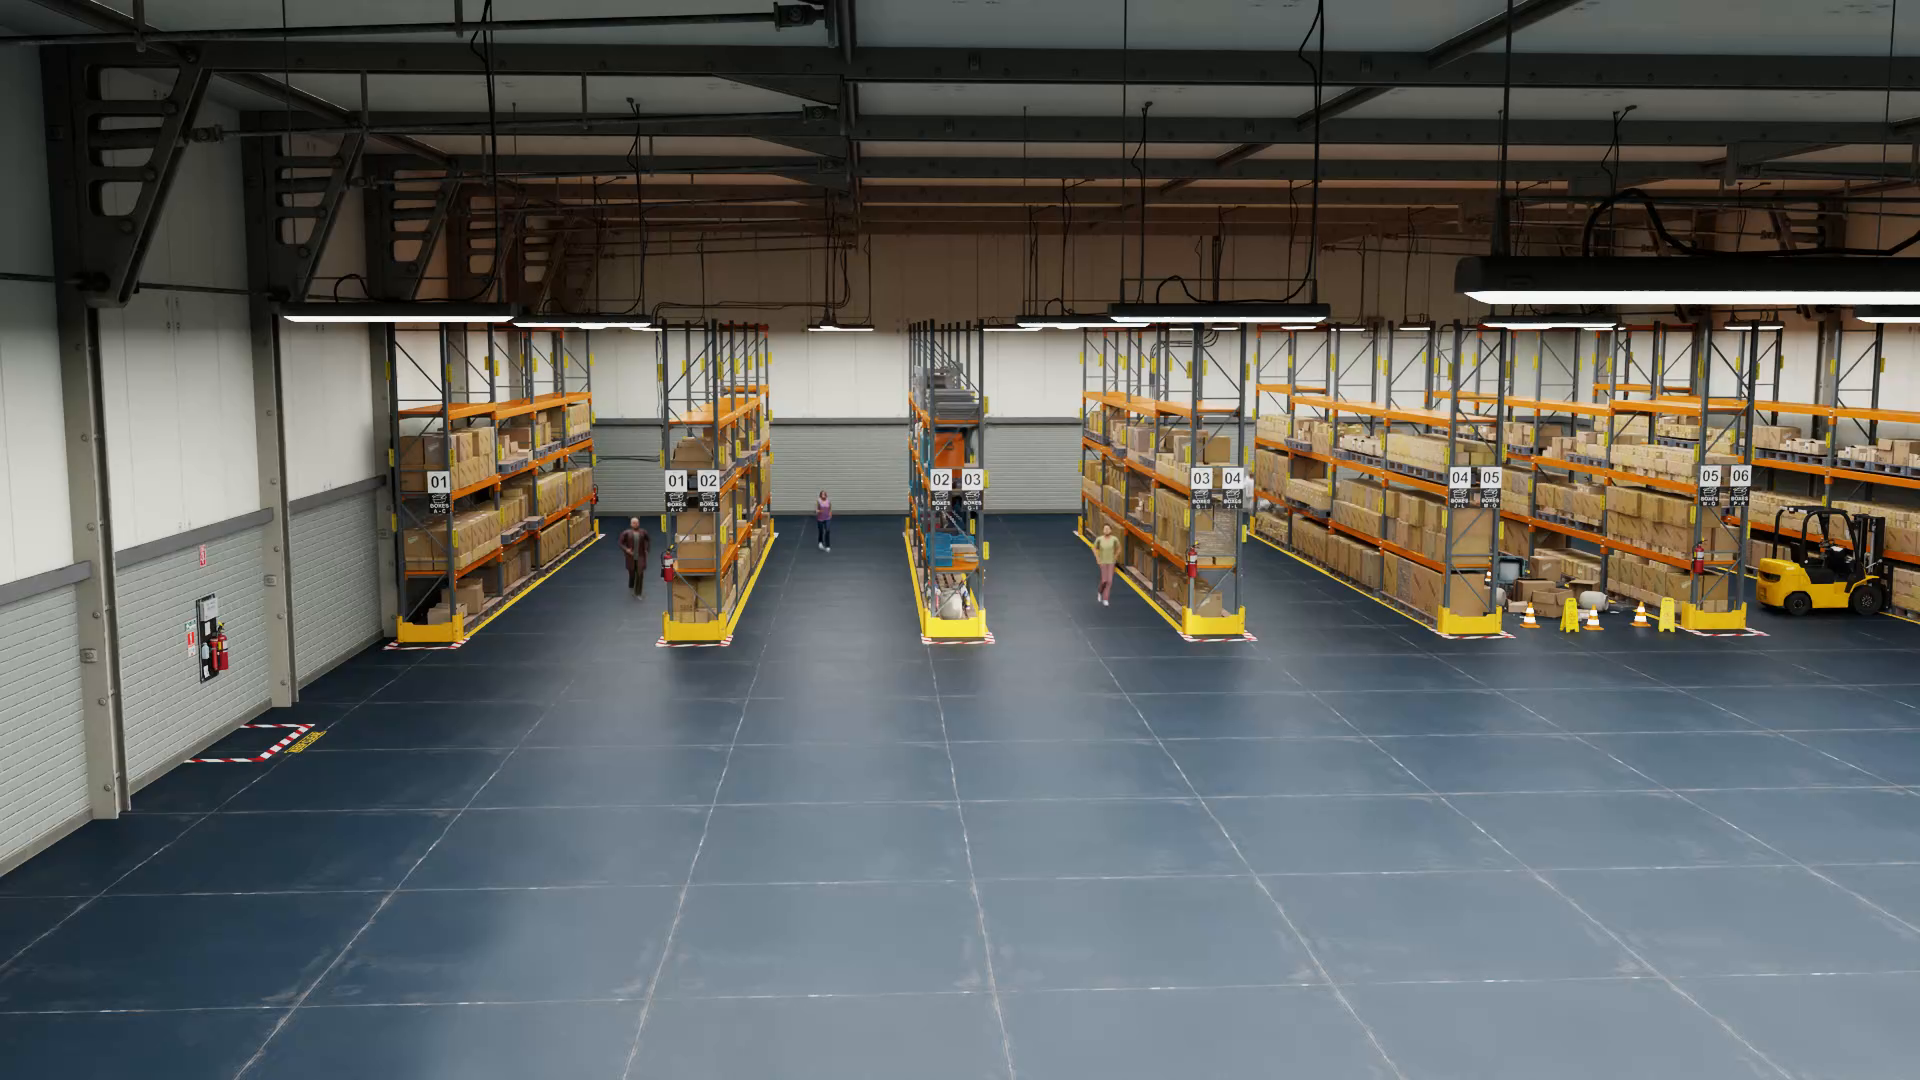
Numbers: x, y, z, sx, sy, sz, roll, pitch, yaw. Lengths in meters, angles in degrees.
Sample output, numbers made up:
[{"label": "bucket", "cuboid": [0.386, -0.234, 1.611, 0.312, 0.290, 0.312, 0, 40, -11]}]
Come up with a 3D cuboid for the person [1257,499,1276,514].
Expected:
[{"label": "person", "cuboid": [9.181, -1.174, 49.170, 0.758, 1.736, 0.839, 1, 7, 12]}]

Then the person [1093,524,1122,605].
[{"label": "person", "cuboid": [2.975, 0.484, 33.555, 0.573, 1.644, 0.532, 0, 7, -1]}]

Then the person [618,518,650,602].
[{"label": "person", "cuboid": [-7.043, 0.403, 36.030, 0.712, 1.776, 0.954, -2, 7, -18]}]

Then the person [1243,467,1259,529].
[{"label": "person", "cuboid": [8.691, -1.279, 49.525, 0.811, 1.812, 0.681, -6, 9, -42]}]

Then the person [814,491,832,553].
[{"label": "person", "cuboid": [-3.600, -0.499, 43.849, 0.532, 1.593, 0.844, -2, 7, -16]}]
